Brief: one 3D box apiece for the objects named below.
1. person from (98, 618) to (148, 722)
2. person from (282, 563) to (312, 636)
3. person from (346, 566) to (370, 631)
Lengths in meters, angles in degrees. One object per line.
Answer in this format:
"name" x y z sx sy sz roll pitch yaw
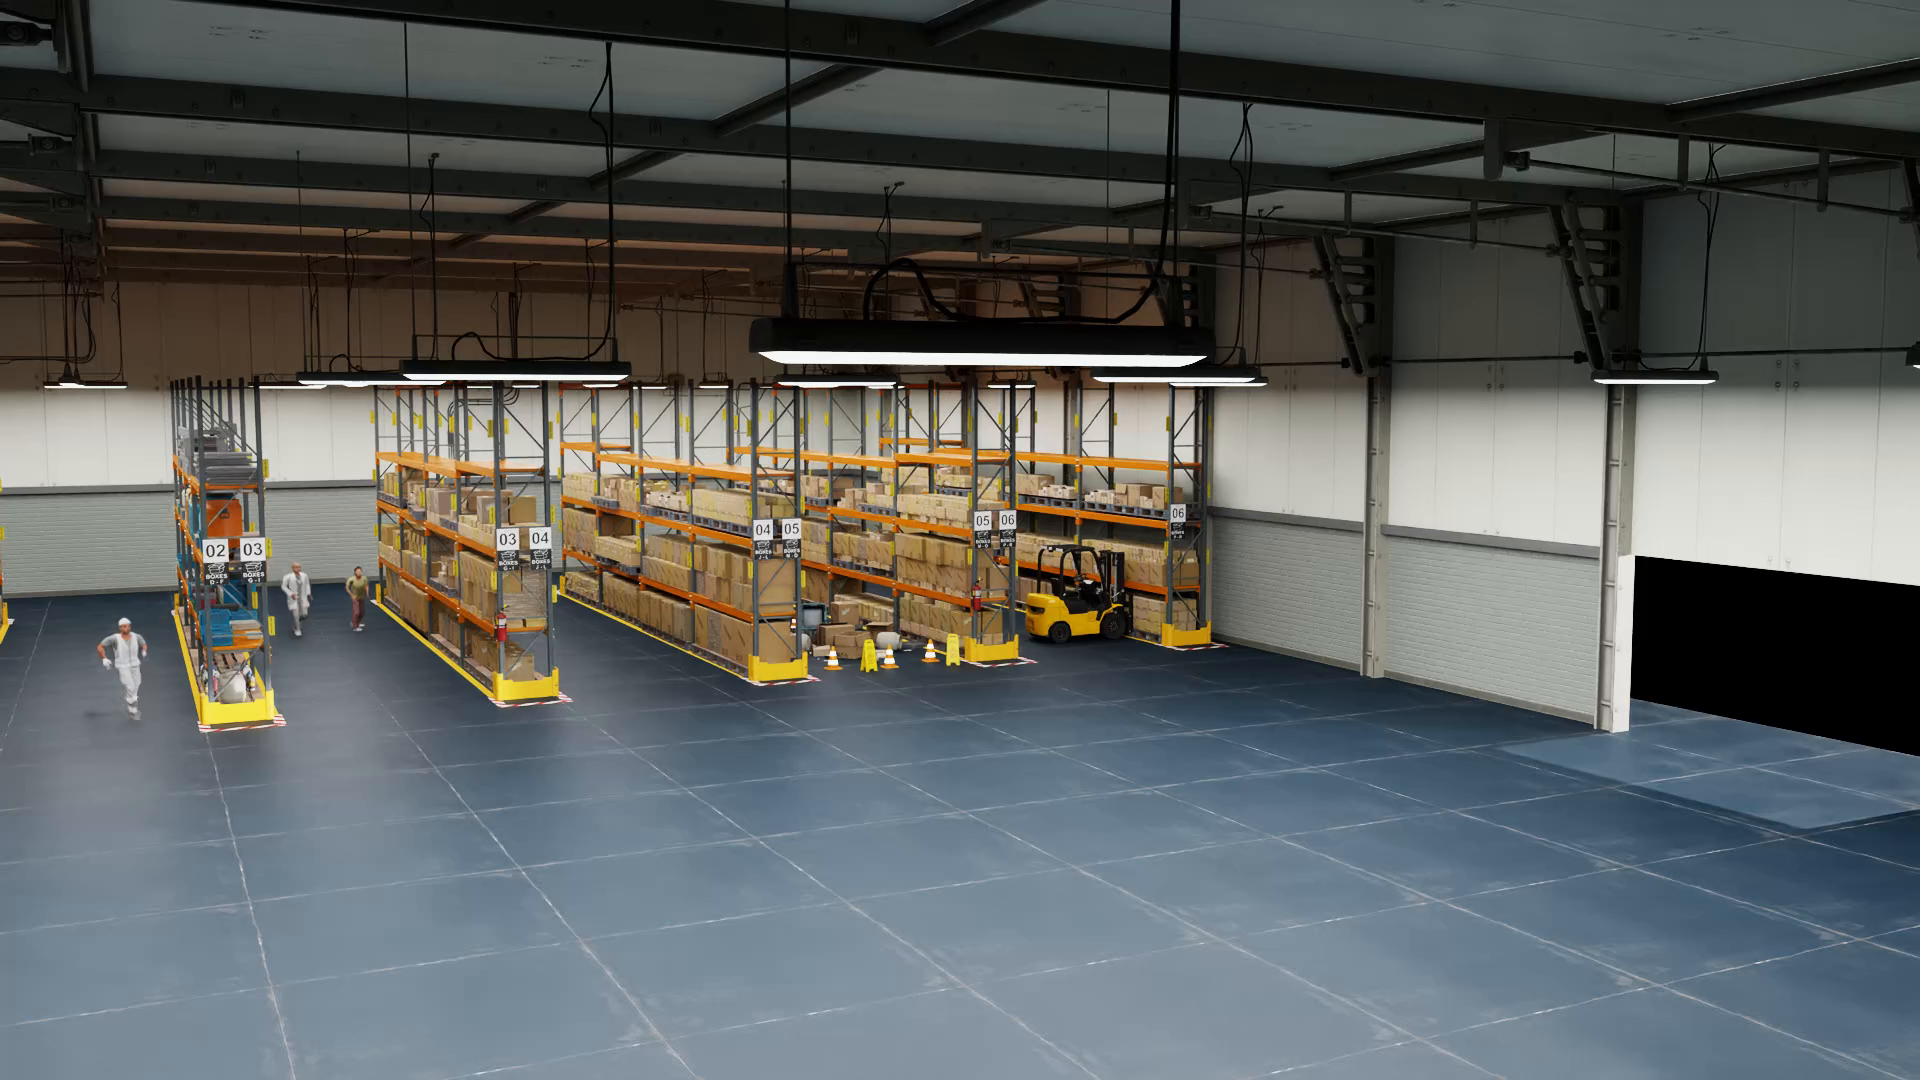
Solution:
"person" -14.558 2.267 29.028 0.719 1.834 0.768 4 7 40
"person" -15.613 1.388 39.151 0.687 1.722 0.678 -4 7 -40
"person" -14.470 1.396 39.855 0.780 1.576 0.585 5 7 42
